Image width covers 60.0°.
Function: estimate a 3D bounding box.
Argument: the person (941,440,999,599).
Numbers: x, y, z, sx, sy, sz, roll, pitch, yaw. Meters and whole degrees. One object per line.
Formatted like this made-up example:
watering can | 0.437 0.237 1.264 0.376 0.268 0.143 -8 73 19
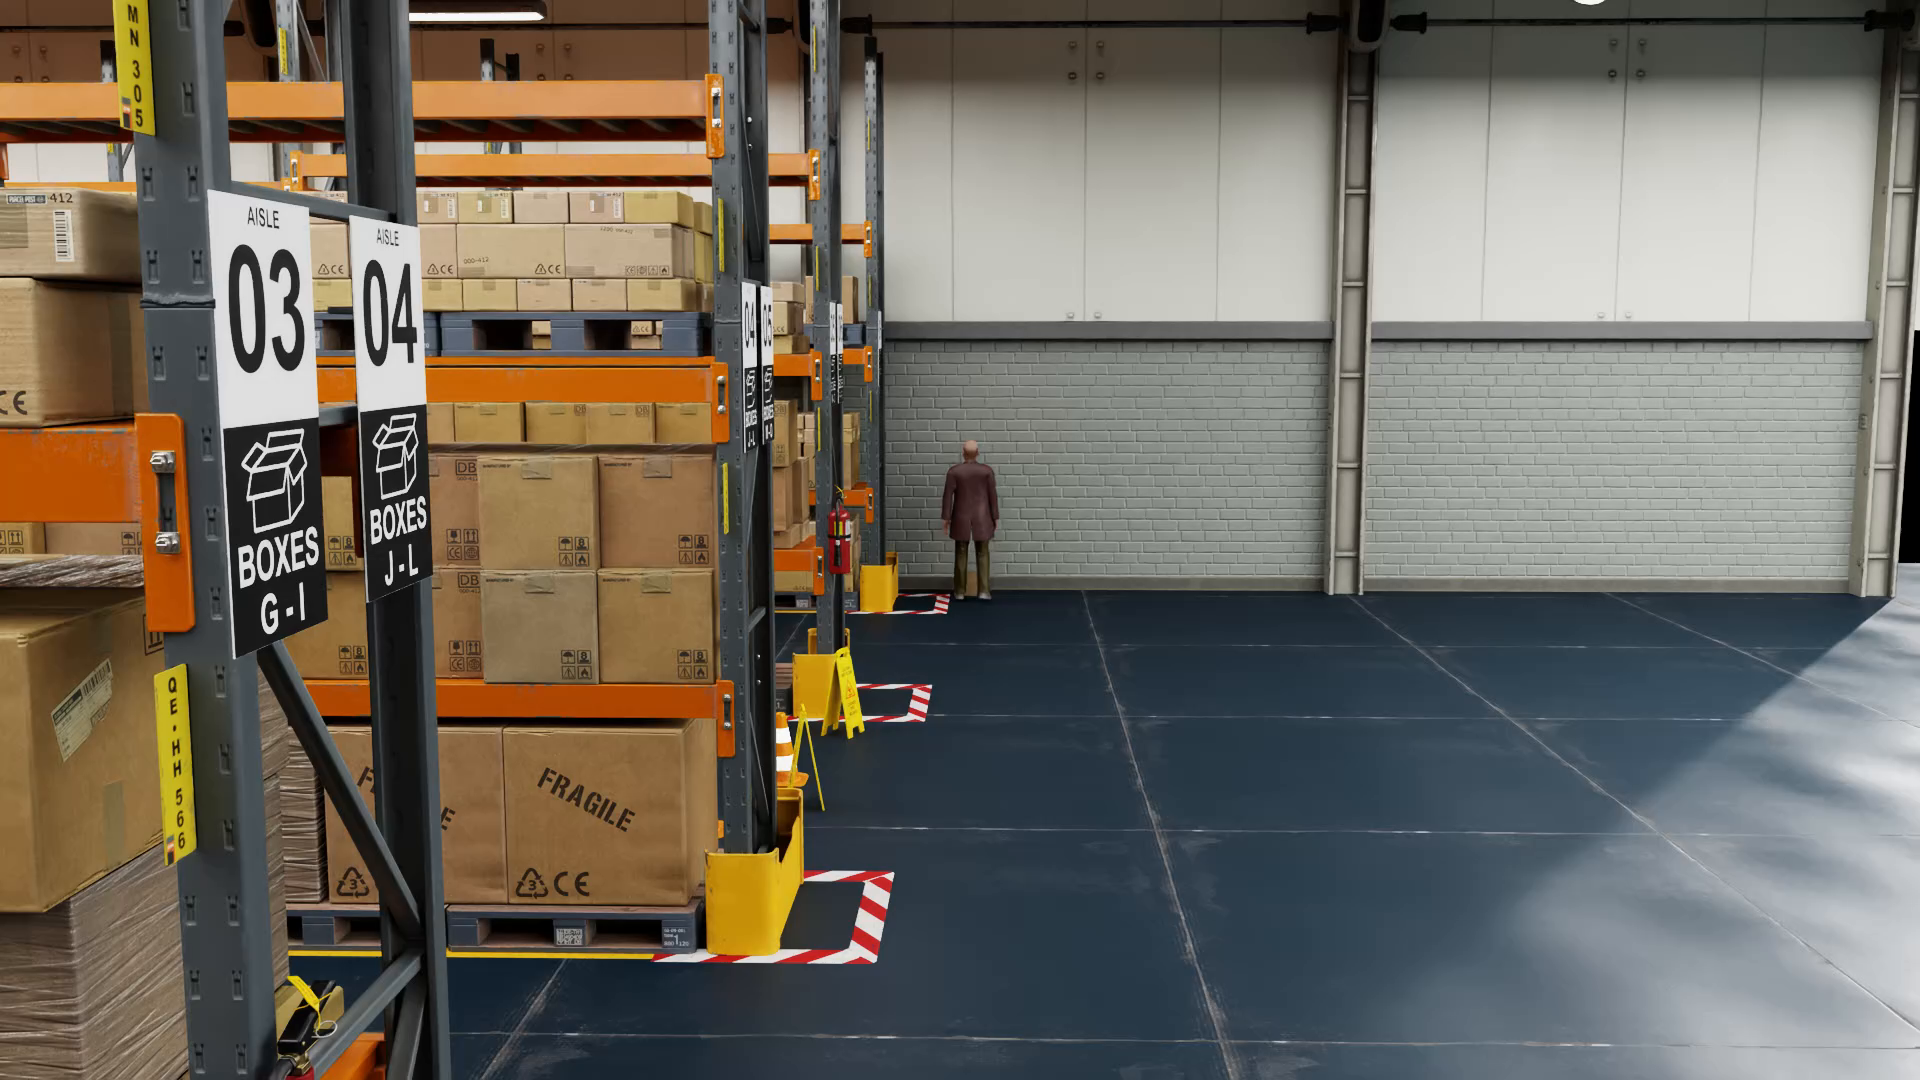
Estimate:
person | 0.113 -0.218 18.480 0.647 1.804 0.471 0 7 1
